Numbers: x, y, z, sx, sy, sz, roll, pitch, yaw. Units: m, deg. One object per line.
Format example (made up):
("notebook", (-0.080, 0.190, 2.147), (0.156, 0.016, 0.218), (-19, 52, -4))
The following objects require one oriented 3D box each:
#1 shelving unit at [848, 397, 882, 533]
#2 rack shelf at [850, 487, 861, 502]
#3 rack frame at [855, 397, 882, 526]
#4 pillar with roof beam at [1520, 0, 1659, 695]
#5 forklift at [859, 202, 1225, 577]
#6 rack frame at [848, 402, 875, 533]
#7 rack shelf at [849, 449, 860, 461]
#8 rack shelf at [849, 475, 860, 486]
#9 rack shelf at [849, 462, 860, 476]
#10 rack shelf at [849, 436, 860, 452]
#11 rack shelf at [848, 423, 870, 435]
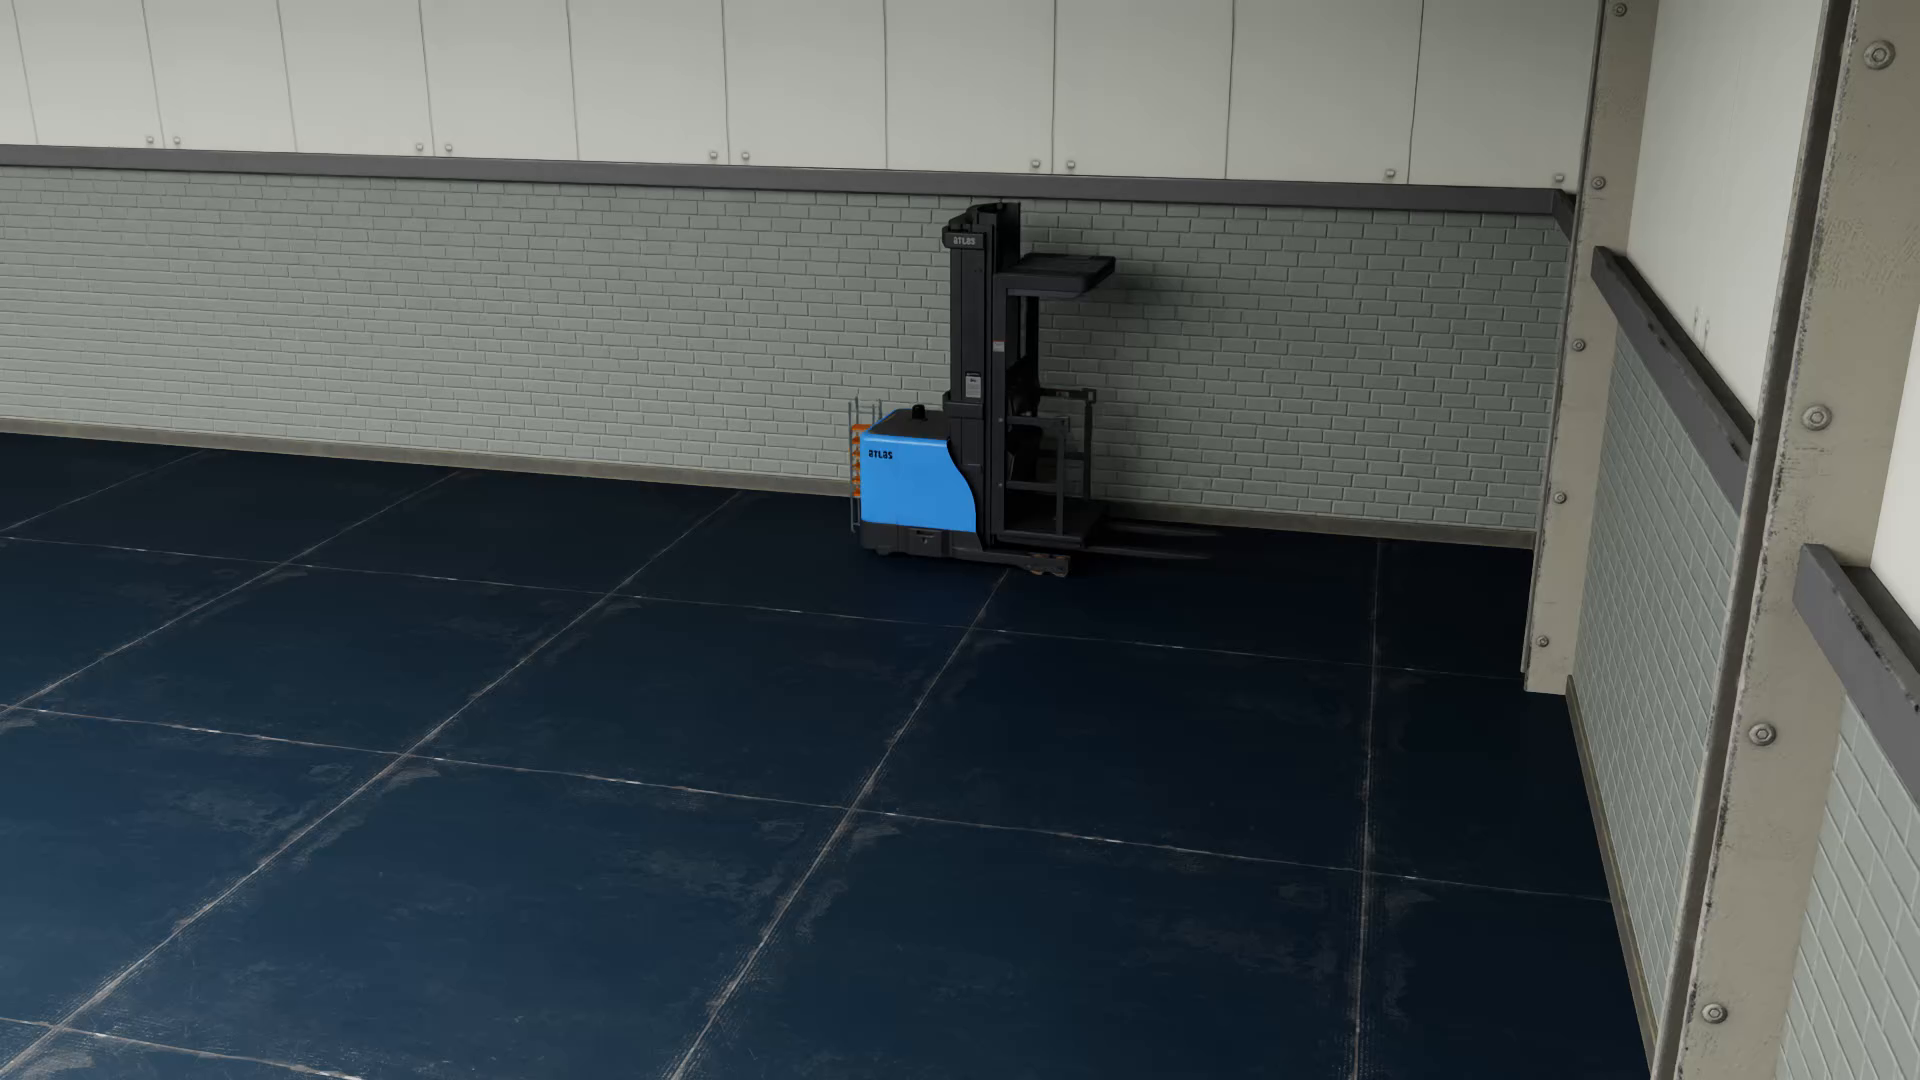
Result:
("shelving unit", (-0.832, -0.655, 14.748), (0.258, 1.200, 0.189), (5, 20, 15))
("rack shelf", (-0.832, -0.386, 14.840), (0.258, 0.103, 0.180), (5, 20, 15))
("rack frame", (-0.807, -0.683, 14.832), (0.240, 1.200, 0.006), (5, 20, 15))
("pillar with roof beam", (-0.039, -3.595, 11.291), (9.100, 9.000, 0.400), (5, 19, 13))
("forklift", (0.713, -1.273, 13.880), (3.031, 2.935, 1.130), (6, 20, 16))
("rack frame", (-0.856, -0.626, 14.665), (0.240, 1.200, 0.006), (5, 20, 15))
("rack shelf", (-0.832, -0.726, 14.724), (0.258, 0.103, 0.180), (5, 20, 15))
("rack shelf", (-0.832, -0.499, 14.802), (0.258, 0.103, 0.180), (5, 20, 15))
("rack shelf", (-0.832, -0.613, 14.763), (0.258, 0.103, 0.180), (5, 20, 15))
("rack shelf", (-0.832, -0.840, 14.685), (0.258, 0.103, 0.180), (5, 20, 15))
("rack shelf", (-0.832, -0.953, 14.646), (0.258, 0.103, 0.180), (5, 20, 15))
